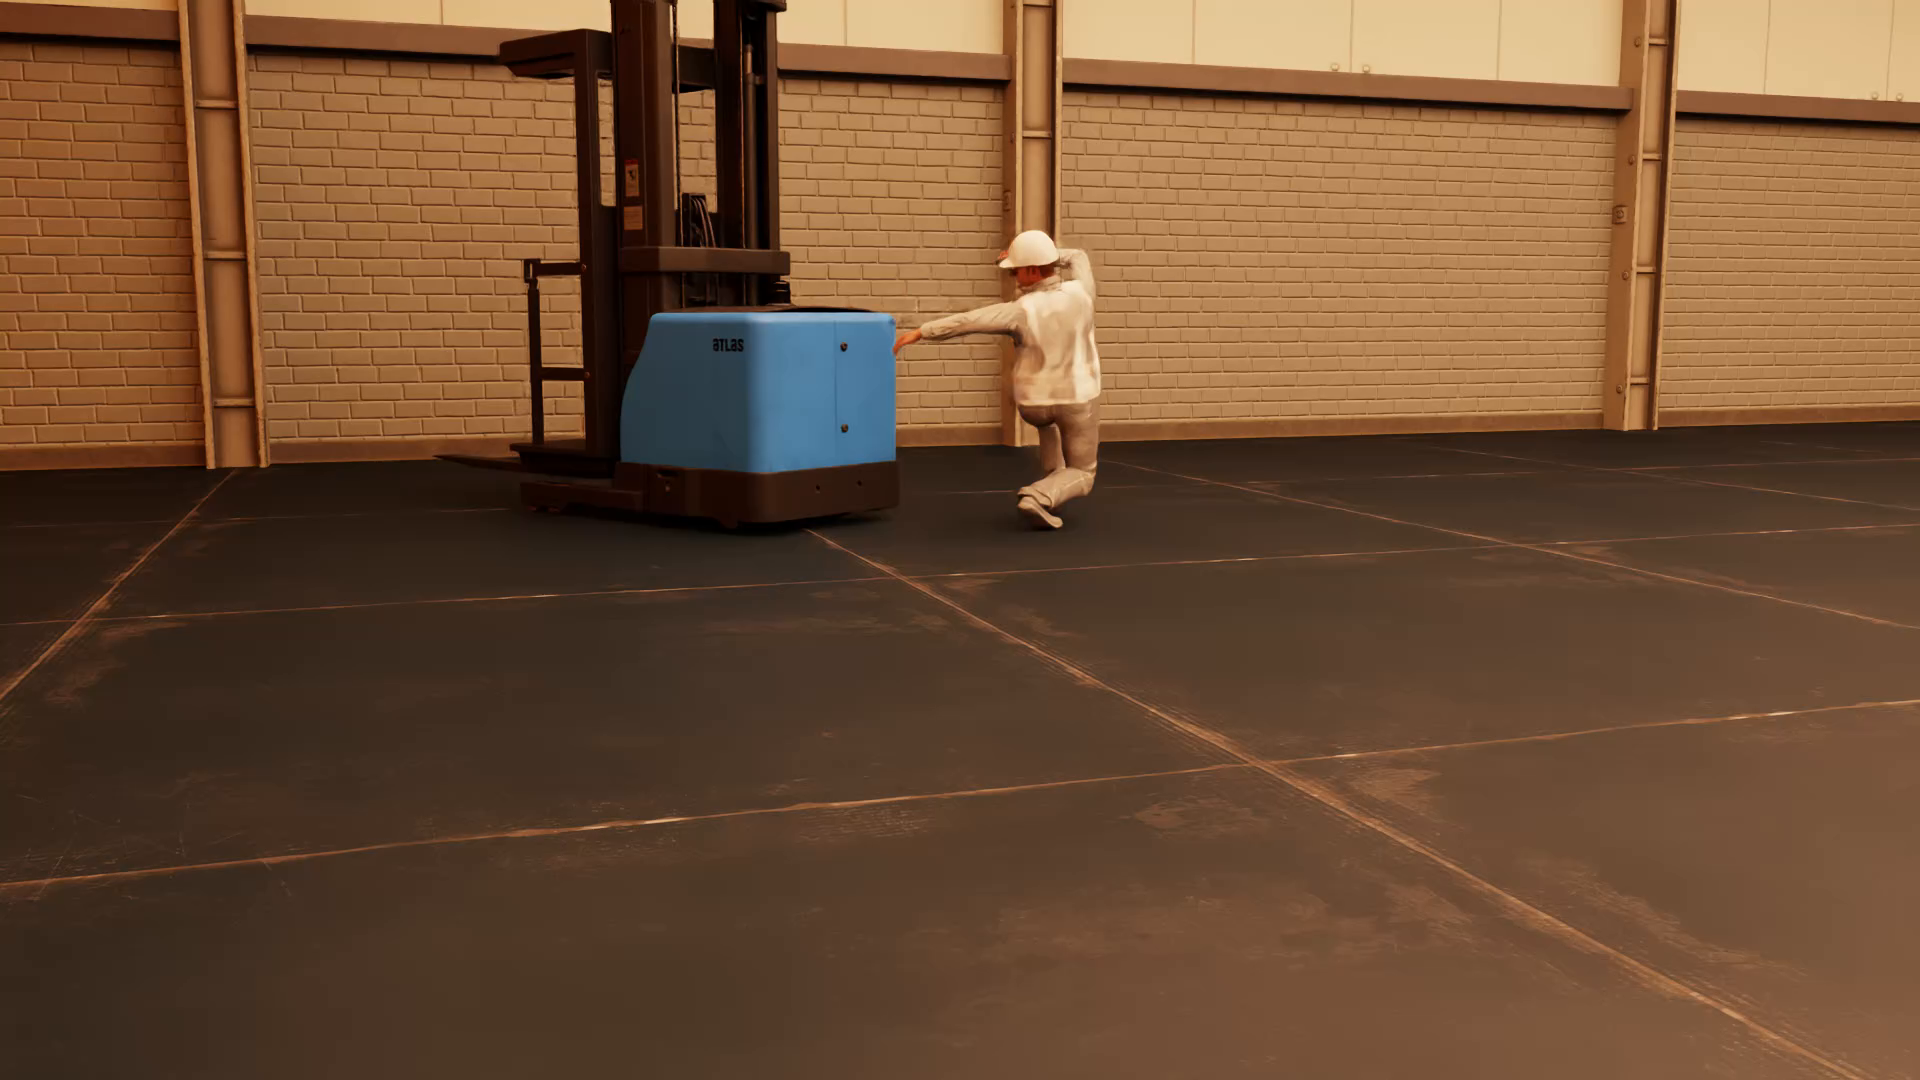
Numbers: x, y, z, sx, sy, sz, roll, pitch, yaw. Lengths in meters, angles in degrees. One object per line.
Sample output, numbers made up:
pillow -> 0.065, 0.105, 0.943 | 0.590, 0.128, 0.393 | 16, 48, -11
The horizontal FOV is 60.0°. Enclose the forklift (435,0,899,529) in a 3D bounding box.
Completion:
forklift -> -1.775, -1.641, 9.116 | 3.031, 2.935, 1.130 | 6, 10, 39

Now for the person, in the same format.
person -> 0.219, -0.820, 8.546 | 1.012, 1.488, 0.918 | 1, 8, 10
